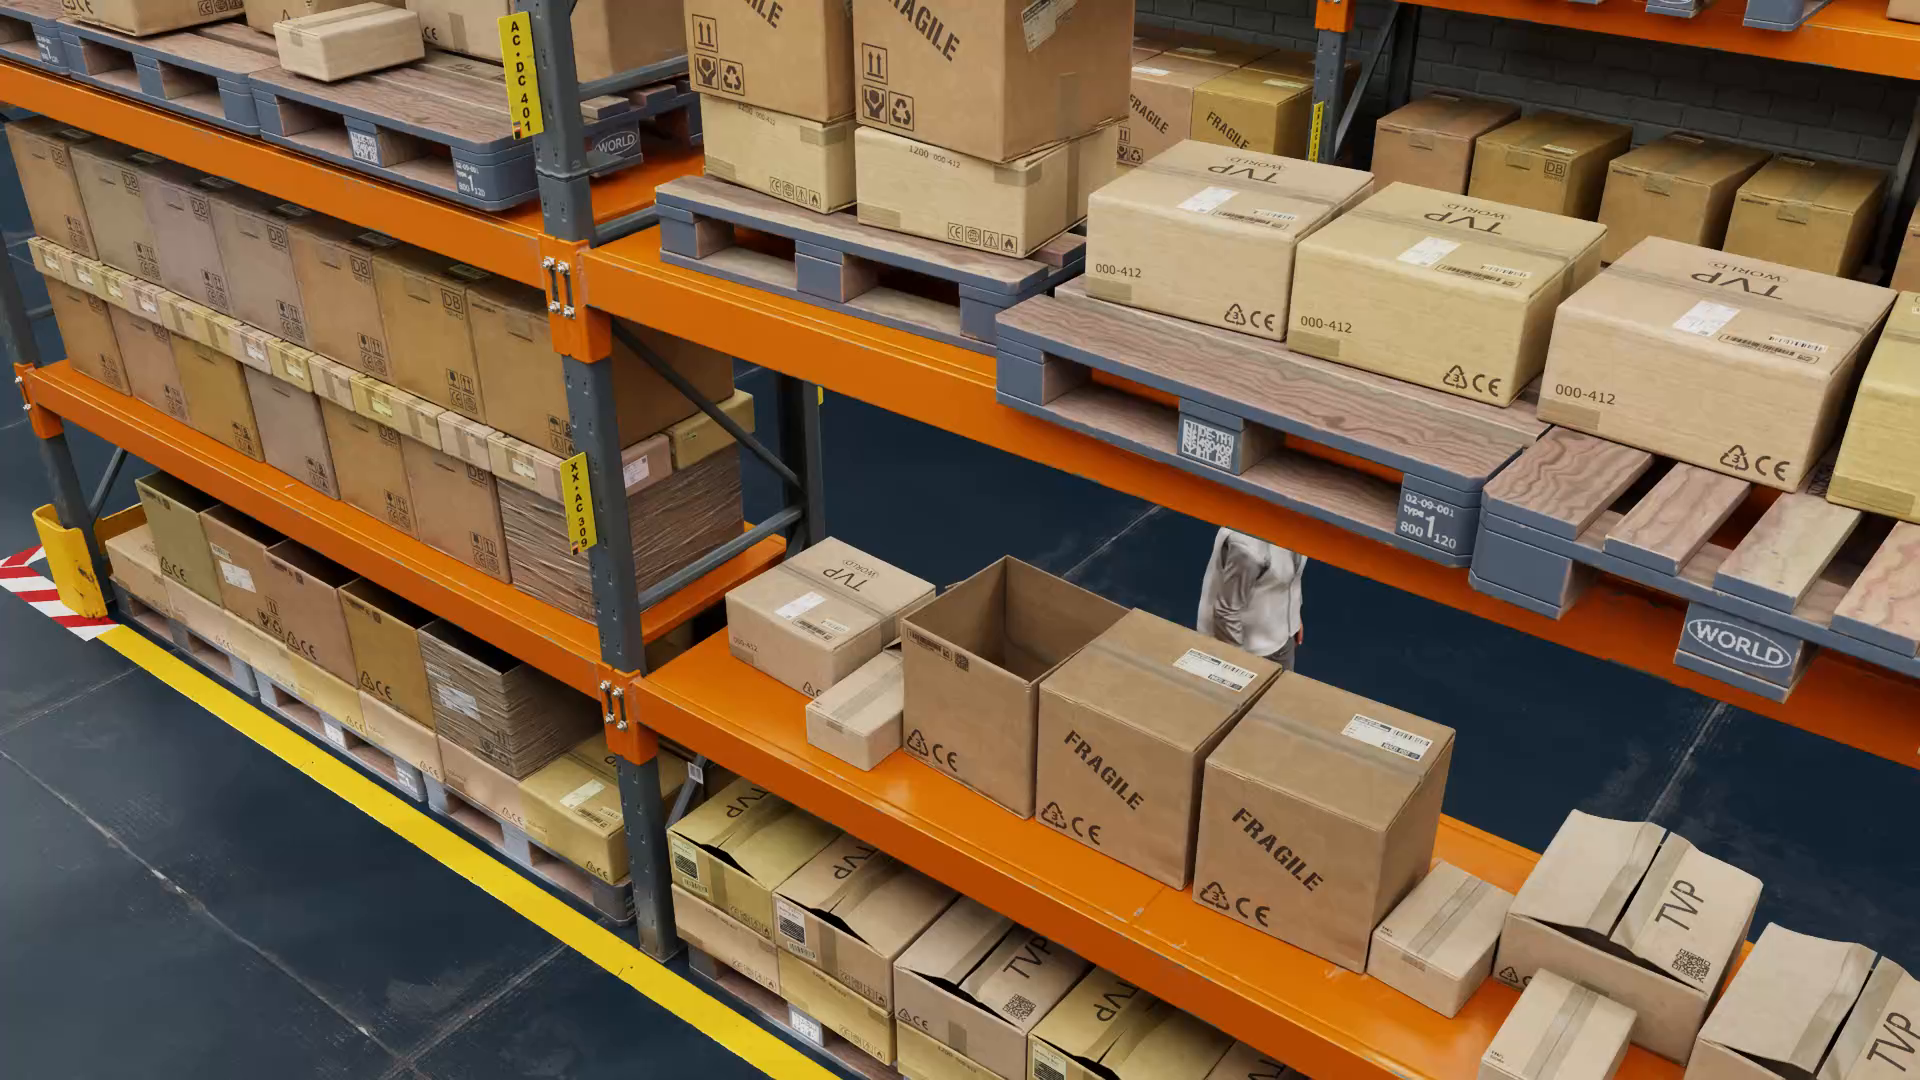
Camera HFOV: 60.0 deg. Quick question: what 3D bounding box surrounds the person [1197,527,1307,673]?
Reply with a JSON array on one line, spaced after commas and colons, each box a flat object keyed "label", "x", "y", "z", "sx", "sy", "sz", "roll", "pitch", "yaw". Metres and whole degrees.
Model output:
[{"label": "person", "x": 1.165, "y": 0.382, "z": 6.462, "sx": 0.466, "sy": 1.771, "sz": 0.587, "roll": 21, "pitch": 36, "yaw": 31}]
